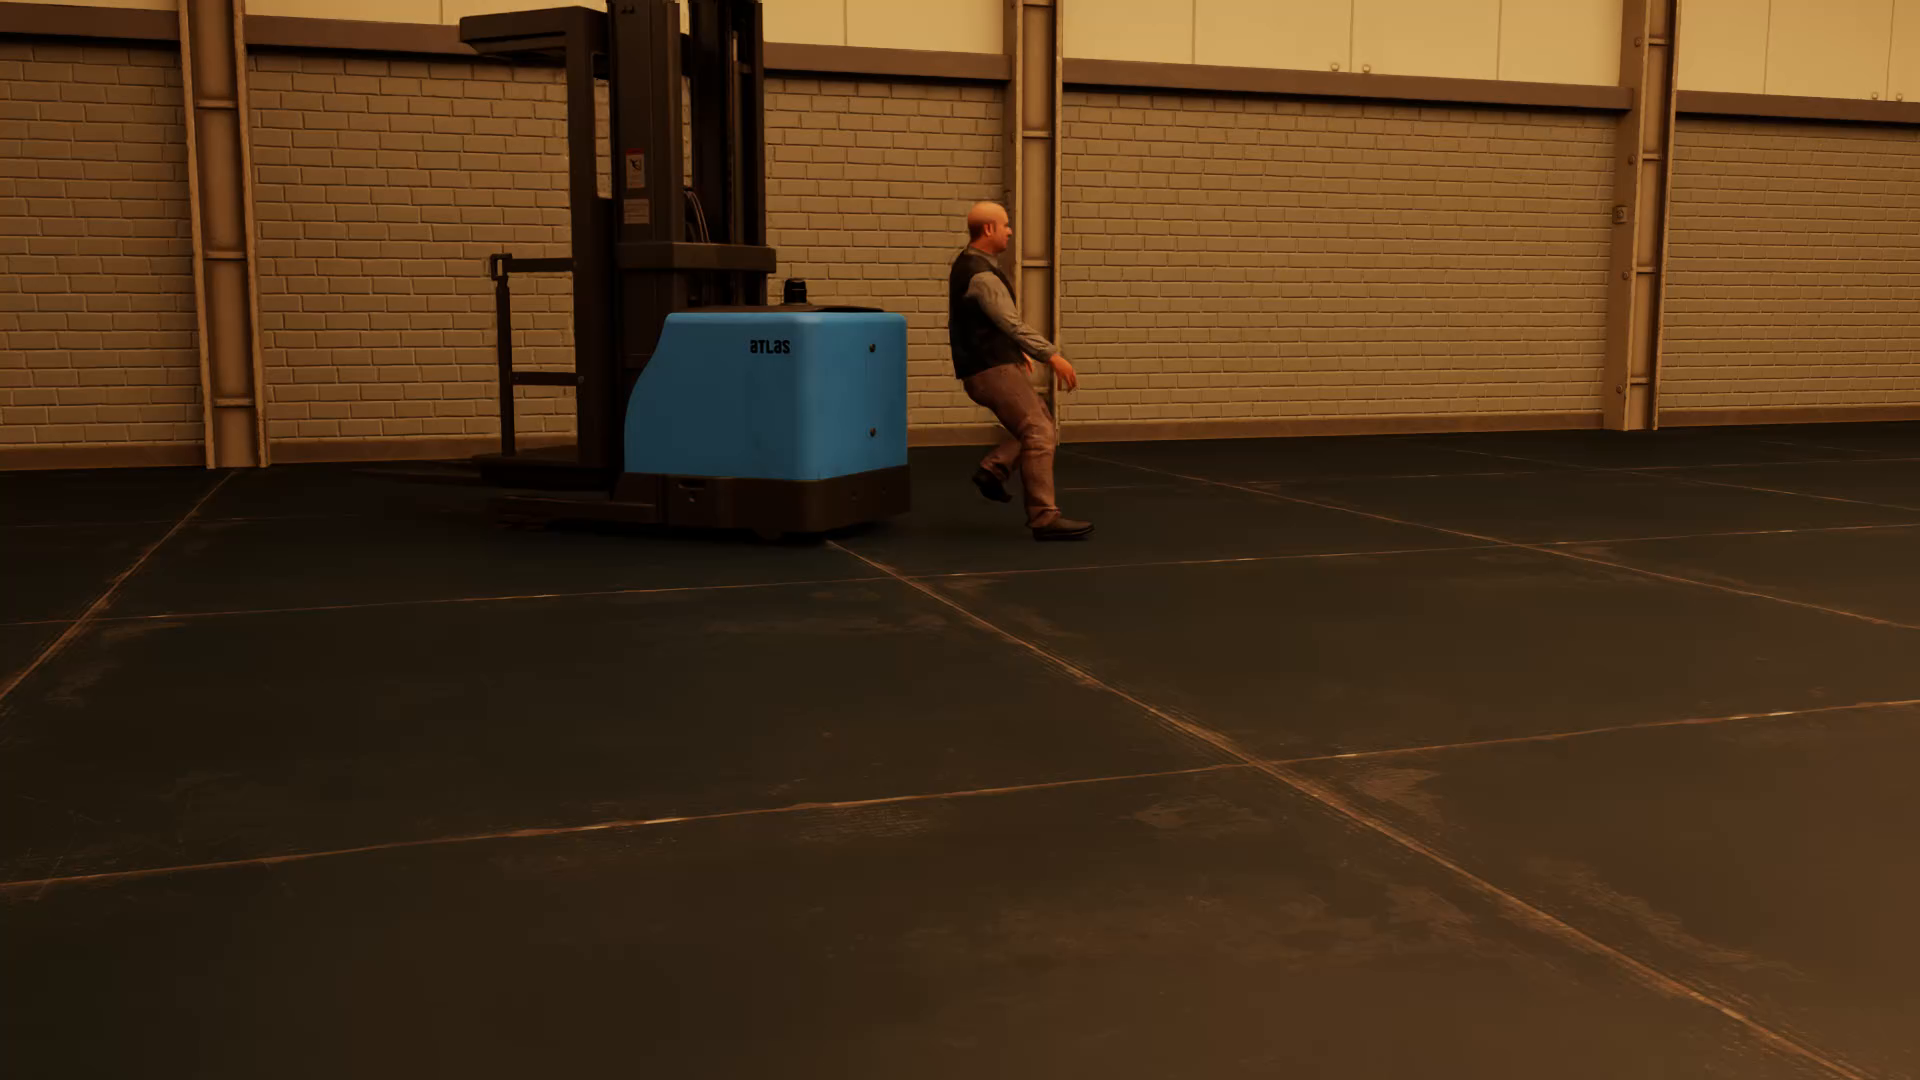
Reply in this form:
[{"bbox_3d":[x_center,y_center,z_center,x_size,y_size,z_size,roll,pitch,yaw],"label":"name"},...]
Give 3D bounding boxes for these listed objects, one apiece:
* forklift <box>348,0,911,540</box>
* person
[{"bbox_3d":[-1.811,-1.560,8.516,3.031,2.935,1.130,4,9,25],"label":"forklift"},{"bbox_3d":[0.288,-0.836,8.153,0.684,1.614,0.772,0,8,-2],"label":"person"}]
